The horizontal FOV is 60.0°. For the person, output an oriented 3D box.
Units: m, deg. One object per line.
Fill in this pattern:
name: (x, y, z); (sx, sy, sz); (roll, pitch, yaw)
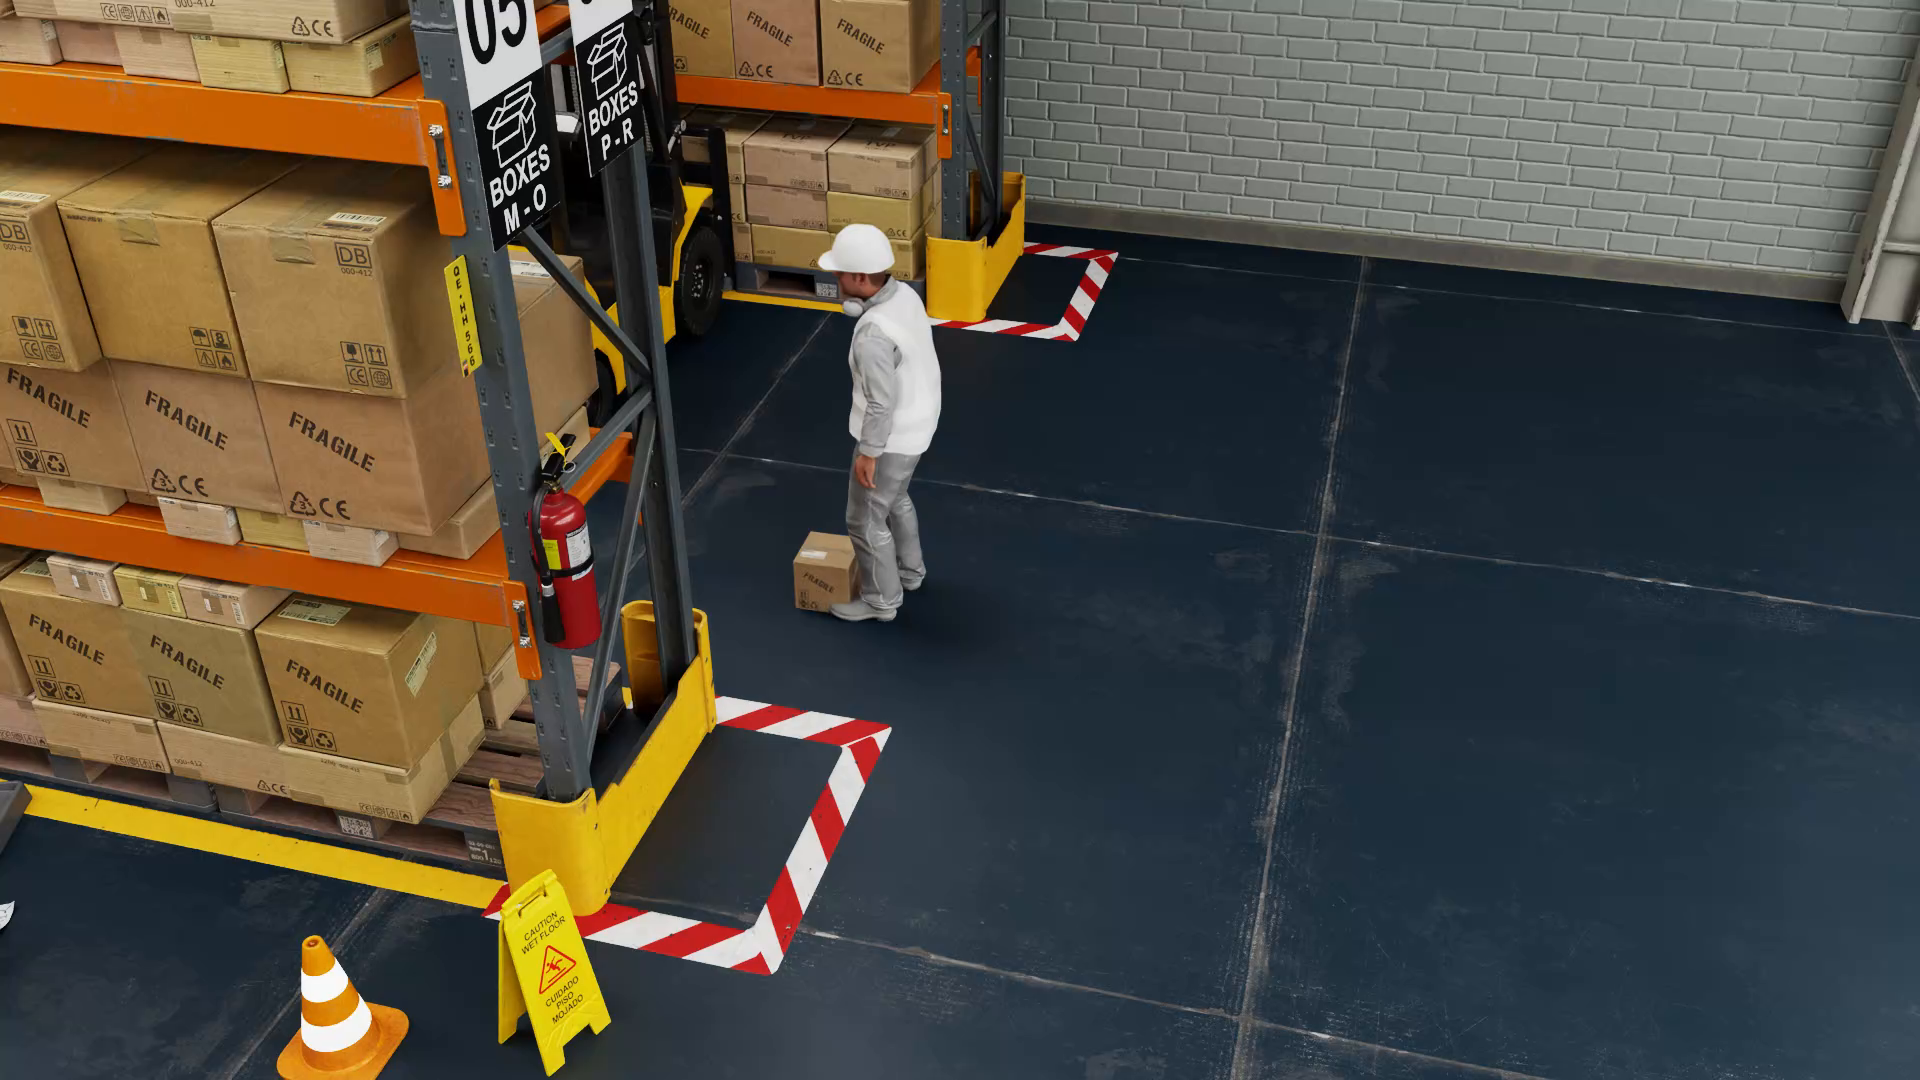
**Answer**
person: (-0.317, -0.461, 6.836); (0.475, 1.769, 0.579); (7, 33, 10)
